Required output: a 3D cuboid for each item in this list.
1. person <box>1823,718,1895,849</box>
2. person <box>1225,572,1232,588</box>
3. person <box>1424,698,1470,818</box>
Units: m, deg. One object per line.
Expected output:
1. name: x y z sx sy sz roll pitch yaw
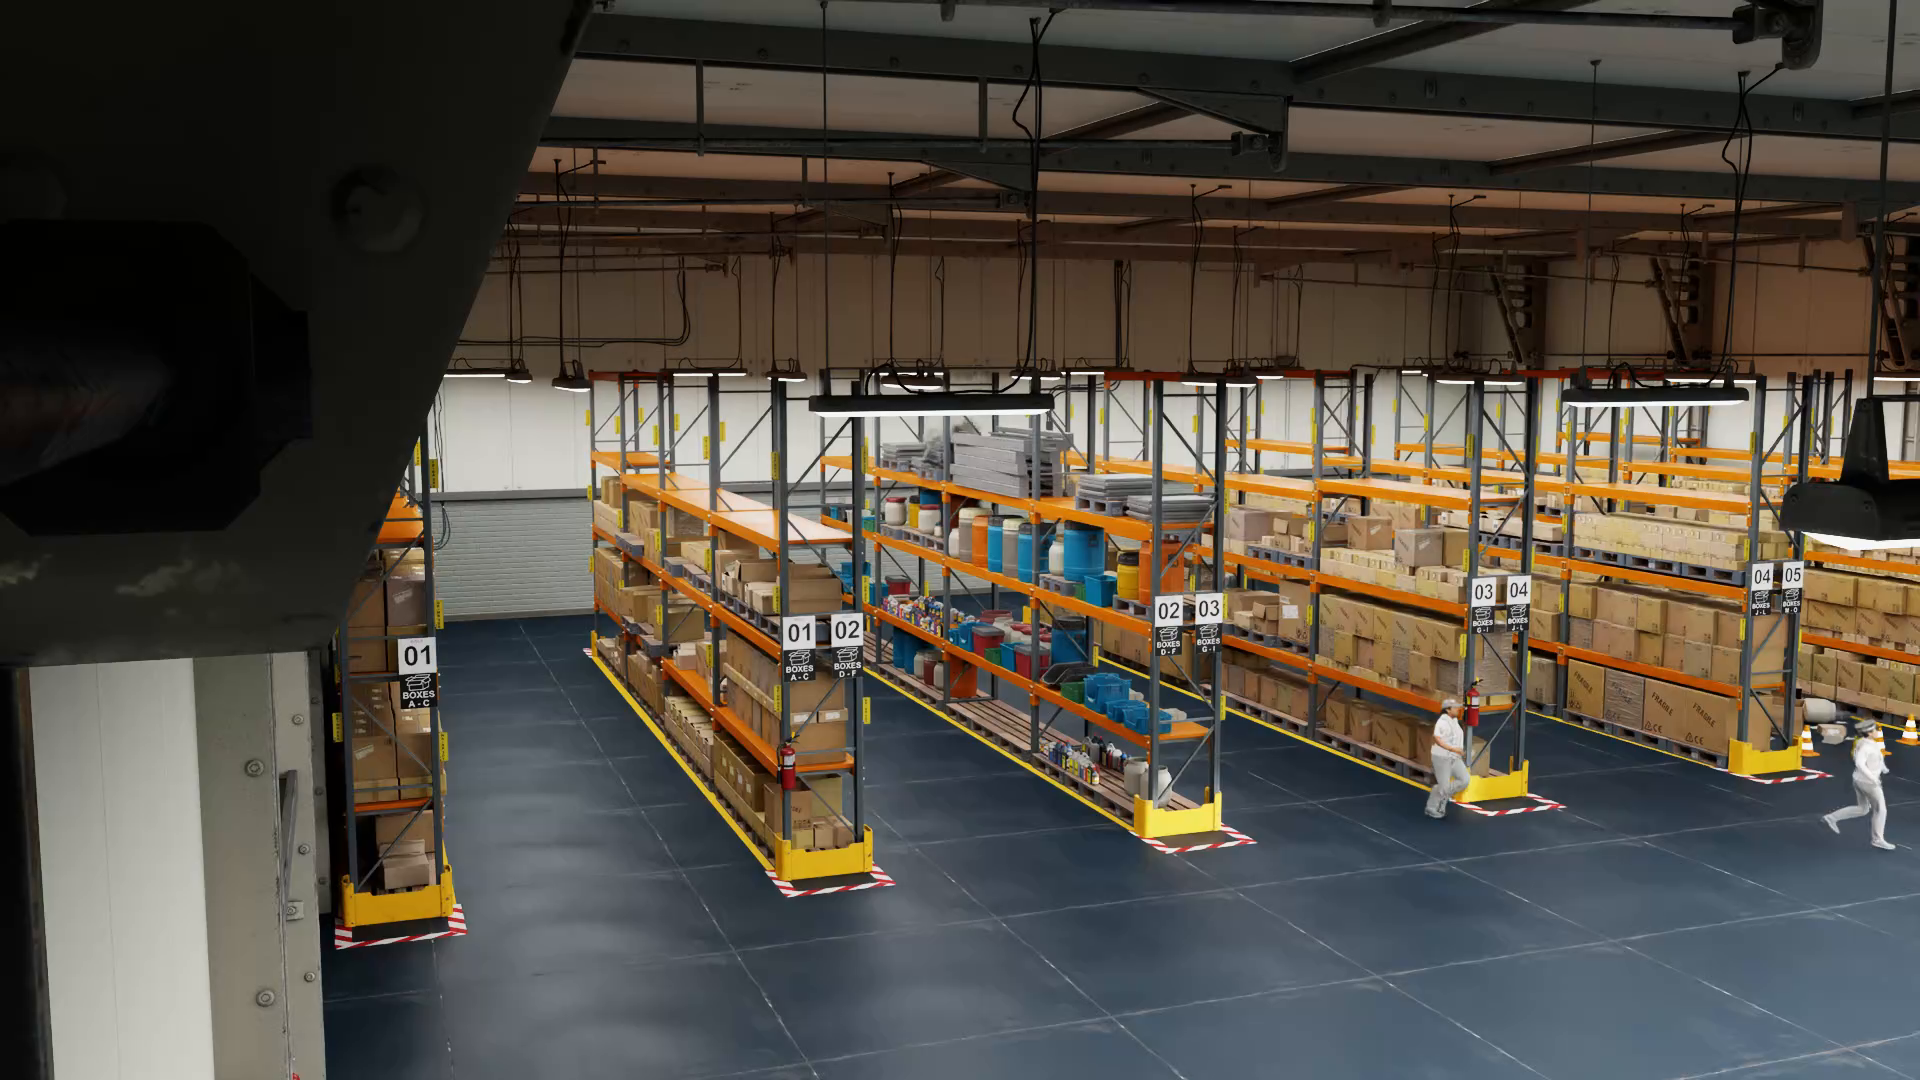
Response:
1. person: 11.610 3.121 21.384 0.842 1.685 0.618 1 7 12
2. person: 6.619 0.850 41.585 0.658 1.724 0.834 -1 6 -9
3. person: 6.710 2.978 22.782 0.537 1.625 0.622 6 9 41
